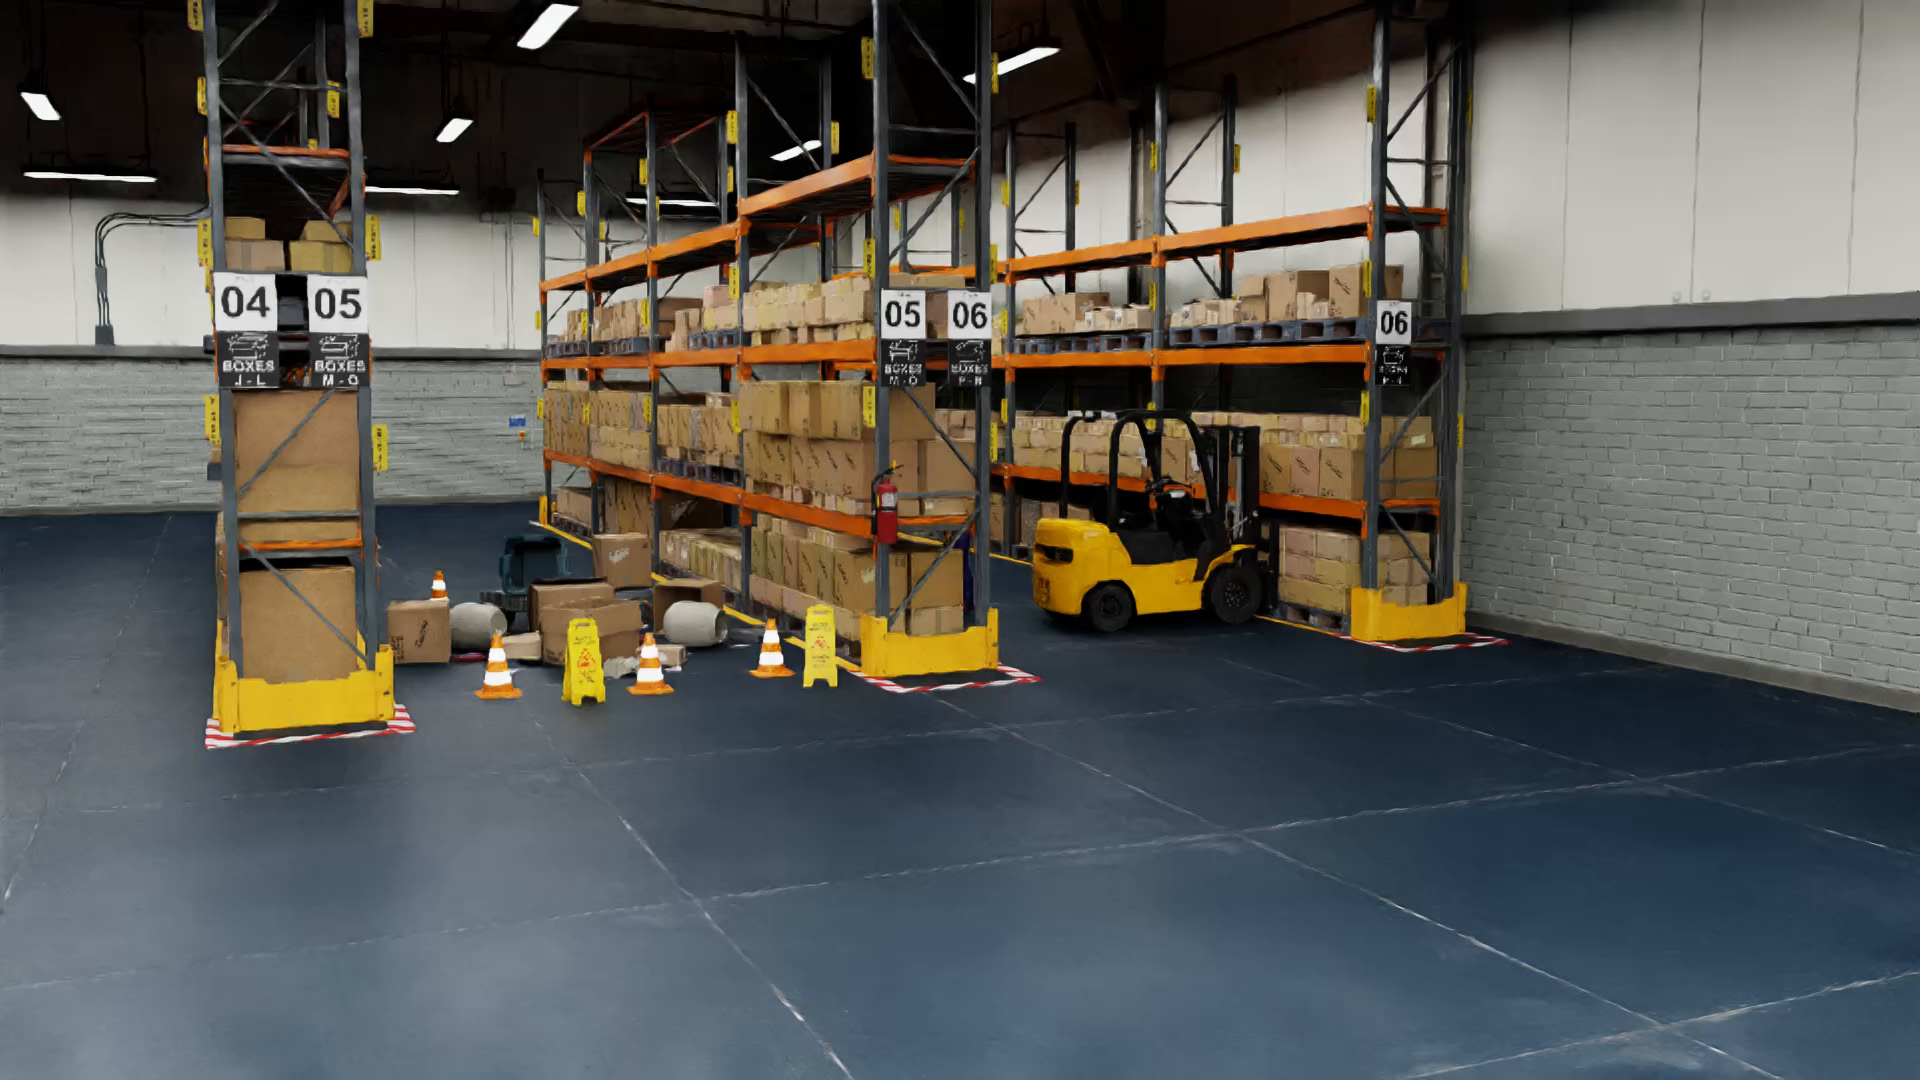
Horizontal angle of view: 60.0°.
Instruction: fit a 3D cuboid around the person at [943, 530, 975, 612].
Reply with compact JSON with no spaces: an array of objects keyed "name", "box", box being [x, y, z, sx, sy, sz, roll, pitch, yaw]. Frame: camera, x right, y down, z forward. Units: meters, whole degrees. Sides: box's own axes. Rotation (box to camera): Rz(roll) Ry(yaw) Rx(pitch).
[{"name":"person","box":[-0.108,-0.080,17.700,0.544,1.646,0.583,0,6,3]}]
